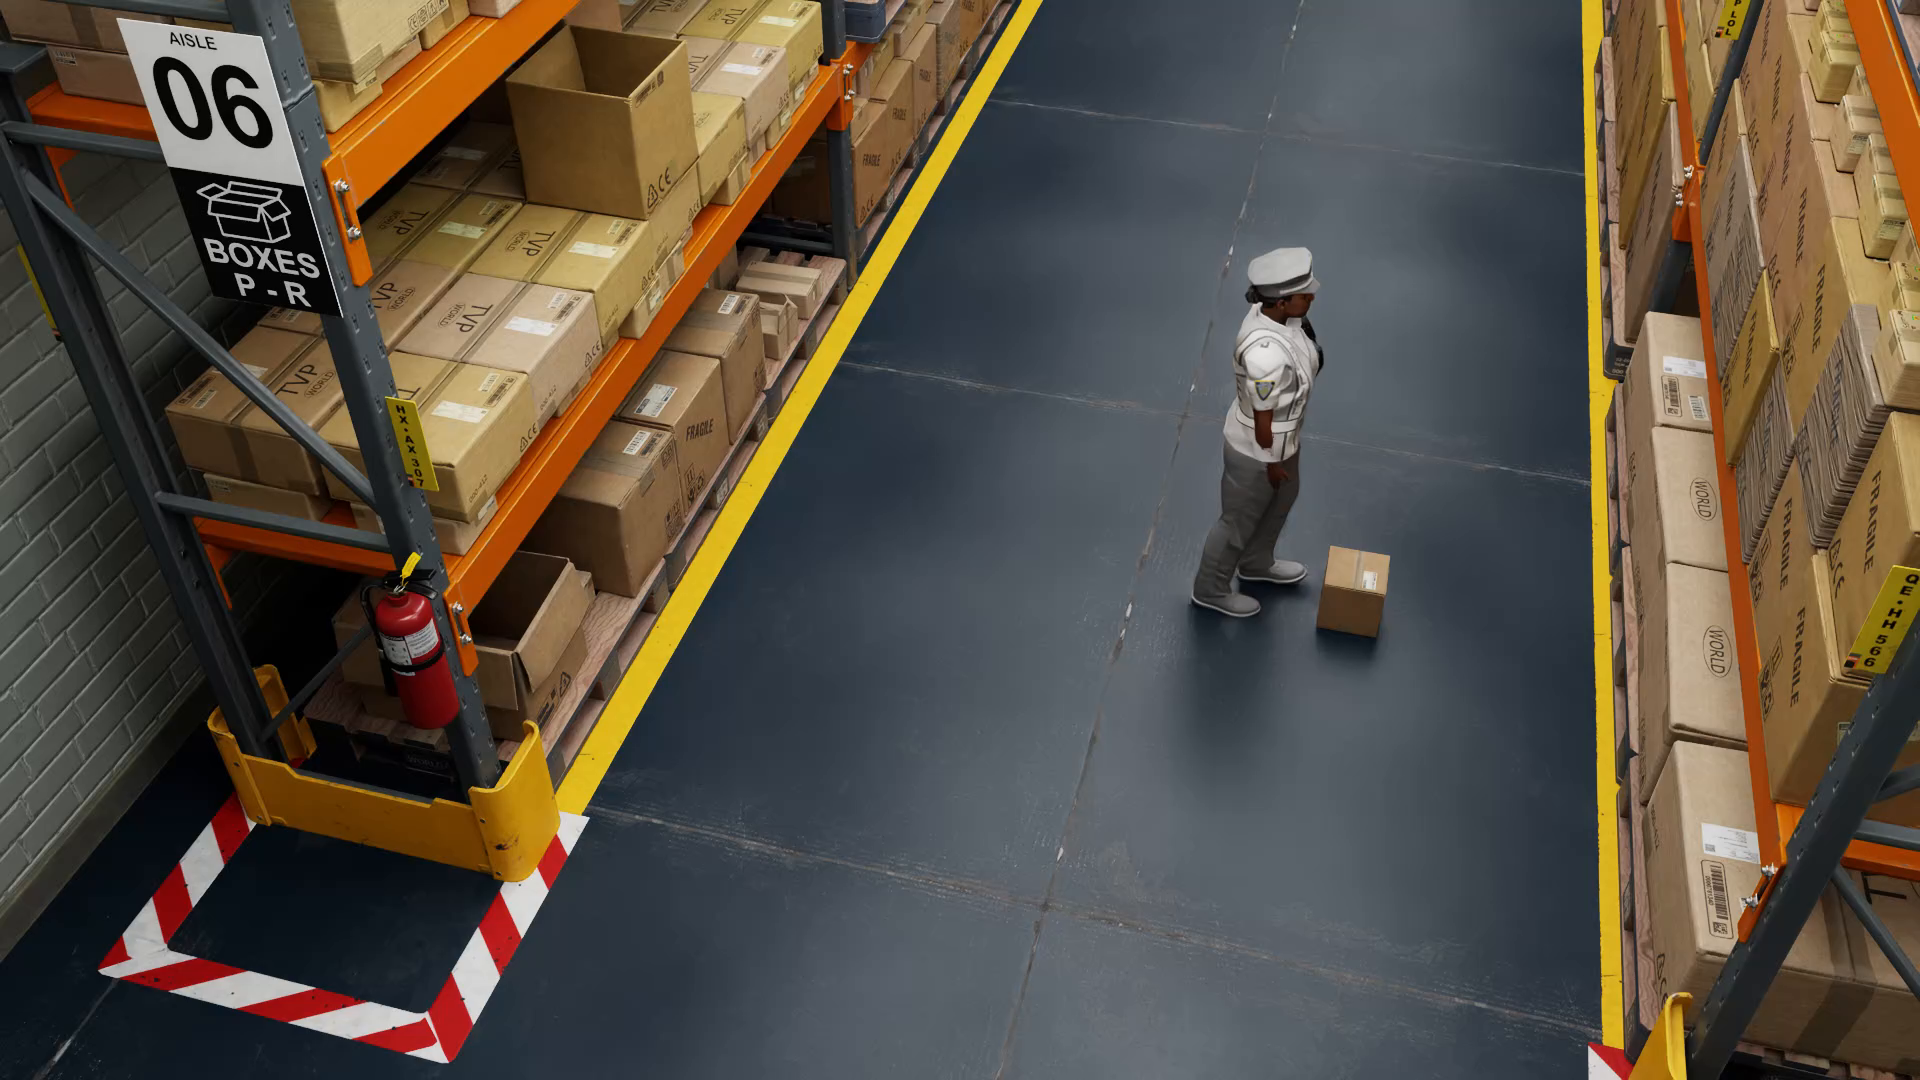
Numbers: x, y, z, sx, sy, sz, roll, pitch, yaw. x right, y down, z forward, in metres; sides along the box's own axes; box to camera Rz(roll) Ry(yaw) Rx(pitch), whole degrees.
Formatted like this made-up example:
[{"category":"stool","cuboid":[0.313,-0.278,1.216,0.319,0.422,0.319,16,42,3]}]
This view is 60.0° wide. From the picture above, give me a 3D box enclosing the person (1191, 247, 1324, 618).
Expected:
[{"category":"person","cuboid":[1.240,-0.399,6.608,0.454,1.680,0.439,11,43,13]}]
